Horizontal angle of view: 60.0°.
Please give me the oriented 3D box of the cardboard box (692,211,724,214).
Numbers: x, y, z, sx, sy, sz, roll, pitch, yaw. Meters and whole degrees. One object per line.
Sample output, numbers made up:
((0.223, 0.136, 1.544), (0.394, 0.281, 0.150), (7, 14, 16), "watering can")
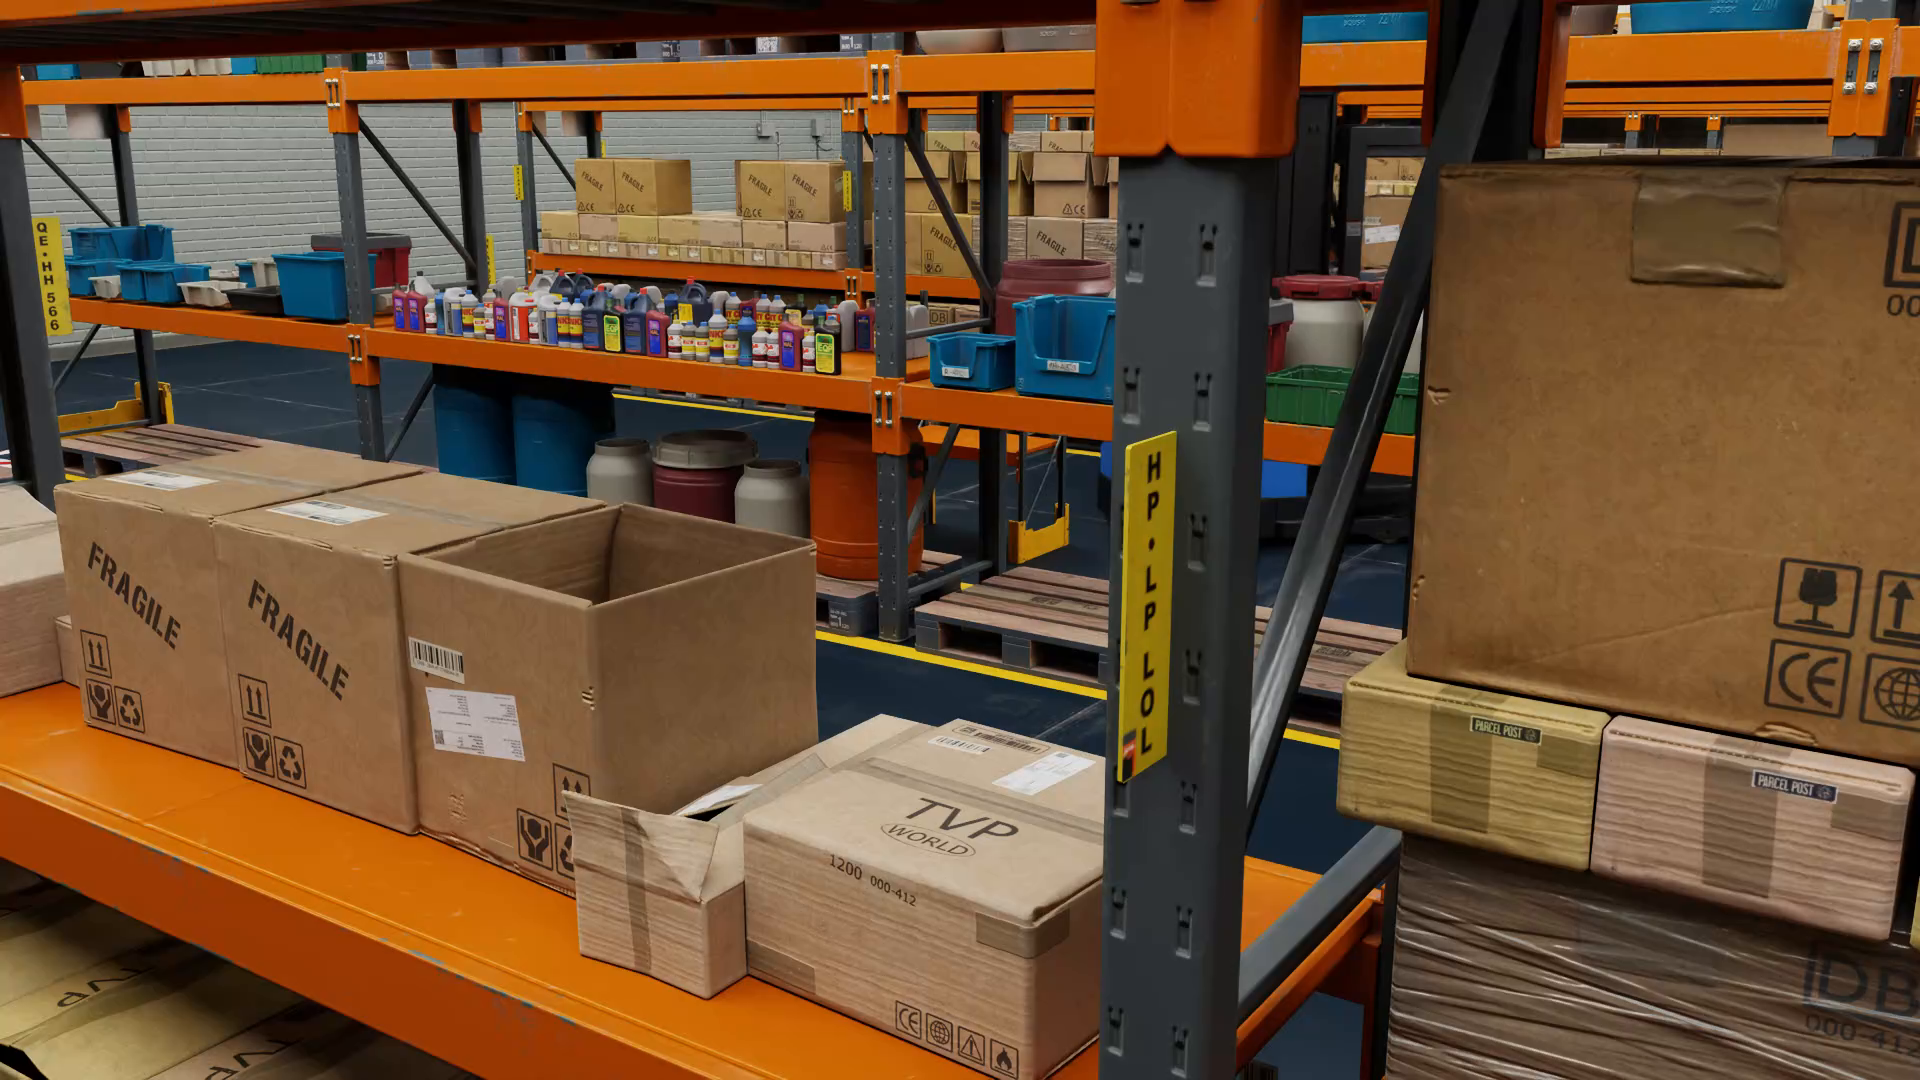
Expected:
((-2.558, -3.029, 16.012), (0.500, 0.250, 0.500), (9, 16, 31), "cardboard box")

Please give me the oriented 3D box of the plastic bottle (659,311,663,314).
((-1.673, -1.165, 9.031), (0.133, 0.283, 0.061), (9, 17, 33), "plastic bottle")

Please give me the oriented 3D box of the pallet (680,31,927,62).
((-0.658, -2.532, 8.461), (1.213, 0.211, 1.003), (9, 17, 33), "pallet")

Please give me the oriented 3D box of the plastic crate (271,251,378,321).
((-3.974, -1.598, 10.446), (0.575, 0.384, 0.392), (9, 17, 33), "plastic crate")

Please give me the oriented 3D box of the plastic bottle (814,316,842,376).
((-0.651, -0.958, 8.195), (0.133, 0.283, 0.061), (9, 17, 33), "plastic bottle")

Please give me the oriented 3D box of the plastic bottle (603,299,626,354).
((-1.864, -1.154, 8.987), (0.133, 0.283, 0.061), (9, 17, 33), "plastic bottle")

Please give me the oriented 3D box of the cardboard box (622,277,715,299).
((-2.621, -2.087, 16.059), (0.875, 0.875, 0.875), (9, 17, 33), "cardboard box")

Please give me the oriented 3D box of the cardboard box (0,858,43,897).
((-2.574, 0.929, 4.010), (0.500, 0.311, 0.500), (10, 17, 35), "cardboard box")

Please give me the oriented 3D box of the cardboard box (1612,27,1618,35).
((6.017, -4.533, 15.254), (0.500, 0.311, 0.500), (9, 17, 33), "cardboard box")

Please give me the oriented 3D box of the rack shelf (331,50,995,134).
((-1.737, -2.421, 9.115), (4.000, 0.370, 1.077), (9, 17, 33), "rack shelf")

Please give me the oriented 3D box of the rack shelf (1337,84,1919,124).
((4.346, -2.872, 10.938), (4.000, 0.370, 1.077), (9, 17, 33), "rack shelf")

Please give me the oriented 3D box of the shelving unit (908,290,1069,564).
((0.063, -0.718, 10.102), (1.083, 1.500, 0.587), (9, 17, 33), "shelving unit")

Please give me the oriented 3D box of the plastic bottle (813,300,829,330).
((-0.755, -1.177, 9.102), (0.097, 0.271, 0.097), (0, 14, 0), "plastic bottle")

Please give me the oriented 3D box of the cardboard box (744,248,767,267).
((-1.708, -2.527, 14.811), (0.250, 0.149, 0.380), (10, 17, 34), "cardboard box")

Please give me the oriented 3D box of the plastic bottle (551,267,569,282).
((-2.451, -1.500, 10.244), (0.185, 0.351, 0.144), (9, 17, 33), "plastic bottle")

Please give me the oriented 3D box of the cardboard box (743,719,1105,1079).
((0.041, 0.493, 2.400), (0.500, 0.250, 0.500), (10, 17, 36), "cardboard box")

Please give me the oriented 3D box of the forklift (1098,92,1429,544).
((2.465, -1.524, 10.381), (3.031, 2.935, 1.130), (-2, 14, -9), "forklift")

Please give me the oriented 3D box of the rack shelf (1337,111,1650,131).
((6.558, -5.384, 21.087), (4.000, 0.370, 1.077), (9, 17, 33), "rack shelf")

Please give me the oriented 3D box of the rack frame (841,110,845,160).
((-1.099, -4.082, 20.569), (0.127, 3.000, 1.000), (9, 17, 33), "rack frame")

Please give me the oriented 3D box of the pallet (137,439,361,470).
((-5.045, -0.483, 11.835), (1.213, 0.211, 1.003), (9, 17, 33), "pallet")

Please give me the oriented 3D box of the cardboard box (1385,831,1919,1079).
((0.846, 0.487, 1.904), (0.500, 0.500, 0.700), (9, 16, 31), "cardboard box")

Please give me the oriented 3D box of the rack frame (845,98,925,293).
((-0.632, -2.570, 14.462), (0.127, 3.000, 1.000), (9, 17, 33), "rack frame")

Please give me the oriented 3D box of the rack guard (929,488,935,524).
((-0.350, -0.178, 10.522), (0.087, 0.250, 0.587), (9, 17, 33), "rack guard")

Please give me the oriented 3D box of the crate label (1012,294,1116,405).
((0.596, -0.876, 7.545), (0.616, 0.435, 0.502), (9, 17, 33), "crate label")

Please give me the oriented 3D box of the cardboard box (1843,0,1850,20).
((5.671, -3.290, 10.039), (0.637, 0.503, 0.797), (8, 16, 30), "cardboard box")

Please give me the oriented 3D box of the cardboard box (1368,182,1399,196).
((4.228, -3.458, 16.461), (0.250, 0.149, 0.380), (10, 17, 34), "cardboard box")

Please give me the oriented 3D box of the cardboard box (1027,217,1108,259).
((0.874, -2.304, 13.181), (0.500, 0.500, 0.500), (10, 17, 34), "cardboard box")

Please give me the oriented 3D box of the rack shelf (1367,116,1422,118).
((6.006, -6.911, 27.254), (4.000, 0.370, 1.077), (9, 17, 33), "rack shelf")

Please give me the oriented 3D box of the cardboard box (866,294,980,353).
((-0.090, -1.660, 14.336), (0.875, 0.875, 1.225), (9, 17, 33), "cardboard box")

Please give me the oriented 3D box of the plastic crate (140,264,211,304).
((-5.353, -1.751, 11.378), (0.300, 0.233, 0.416), (9, 17, 33), "plastic crate")

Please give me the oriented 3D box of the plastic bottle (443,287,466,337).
((-2.921, -1.335, 9.732), (0.135, 0.276, 0.152), (9, 17, 33), "plastic bottle")

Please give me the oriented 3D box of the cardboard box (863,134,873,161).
((-0.875, -4.647, 19.944), (0.500, 0.500, 0.500), (9, 17, 32), "cardboard box")

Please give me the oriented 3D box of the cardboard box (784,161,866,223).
((-1.163, -3.014, 14.388), (0.500, 0.500, 0.500), (10, 17, 34), "cardboard box")

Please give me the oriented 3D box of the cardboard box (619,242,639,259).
((-2.987, -2.733, 15.646), (0.250, 0.149, 0.380), (9, 16, 32), "cardboard box")

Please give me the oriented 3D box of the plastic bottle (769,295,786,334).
((-1.023, -1.238, 9.349), (0.097, 0.271, 0.097), (0, 14, 0), "plastic bottle")

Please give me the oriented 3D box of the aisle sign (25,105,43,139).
((-6.941, -3.331, 12.127), (0.004, 0.787, 0.394), (9, 17, 33), "aisle sign")

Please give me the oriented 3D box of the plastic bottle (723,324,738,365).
((-1.171, -1.008, 8.565), (0.097, 0.201, 0.097), (0, 14, 0), "plastic bottle")

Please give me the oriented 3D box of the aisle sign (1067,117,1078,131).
((1.693, -6.416, 24.587), (0.004, 0.787, 0.394), (9, 17, 33), "aisle sign")

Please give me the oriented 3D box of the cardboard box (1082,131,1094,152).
((1.679, -4.233, 18.271), (0.500, 0.500, 0.500), (9, 16, 31), "cardboard box")

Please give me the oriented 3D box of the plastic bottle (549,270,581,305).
((-2.378, -1.447, 10.028), (0.185, 0.351, 0.144), (9, 17, 33), "plastic bottle")

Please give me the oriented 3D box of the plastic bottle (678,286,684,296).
((-1.646, -1.350, 9.775), (0.133, 0.283, 0.061), (9, 17, 33), "plastic bottle")

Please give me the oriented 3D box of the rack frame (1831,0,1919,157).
((3.242, -0.509, 6.139), (0.127, 3.000, 1.000), (9, 17, 33), "rack frame")

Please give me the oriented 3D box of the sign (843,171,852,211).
((-0.941, -2.918, 13.901), (0.005, 0.325, 0.100), (9, 17, 33), "sign")

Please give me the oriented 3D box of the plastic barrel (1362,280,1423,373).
((1.961, -0.846, 7.215), (0.433, 0.535, 0.433), (0, 14, 0), "plastic barrel")

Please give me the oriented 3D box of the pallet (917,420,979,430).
((0.050, -1.128, 14.440), (1.213, 0.211, 1.003), (9, 17, 33), "pallet")

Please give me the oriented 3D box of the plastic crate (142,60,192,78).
((-5.049, -3.158, 10.844), (0.530, 0.282, 0.437), (9, 17, 33), "plastic crate")

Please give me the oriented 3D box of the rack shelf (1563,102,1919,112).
((7.198, -3.847, 14.878), (4.000, 0.370, 1.077), (9, 17, 33), "rack shelf")

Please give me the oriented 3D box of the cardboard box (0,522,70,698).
((-2.211, 0.143, 3.688), (0.500, 0.311, 0.500), (9, 16, 32), "cardboard box")

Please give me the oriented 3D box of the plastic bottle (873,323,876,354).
((-0.418, -1.106, 8.962), (0.097, 0.201, 0.097), (0, 14, 0), "plastic bottle")

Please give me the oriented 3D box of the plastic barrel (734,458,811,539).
((-1.011, -0.162, 9.039), (0.421, 0.512, 0.421), (0, 14, 0), "plastic barrel")

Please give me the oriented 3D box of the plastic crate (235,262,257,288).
((-4.868, -1.842, 11.746), (0.300, 0.233, 0.416), (9, 17, 33), "plastic crate")

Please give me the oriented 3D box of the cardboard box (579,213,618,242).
((-3.269, -2.991, 15.858), (0.500, 0.250, 0.500), (9, 16, 32), "cardboard box")

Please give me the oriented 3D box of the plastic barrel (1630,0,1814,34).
((2.699, -2.234, 5.819), (0.708, 0.901, 0.600), (9, 17, 33), "plastic barrel")
